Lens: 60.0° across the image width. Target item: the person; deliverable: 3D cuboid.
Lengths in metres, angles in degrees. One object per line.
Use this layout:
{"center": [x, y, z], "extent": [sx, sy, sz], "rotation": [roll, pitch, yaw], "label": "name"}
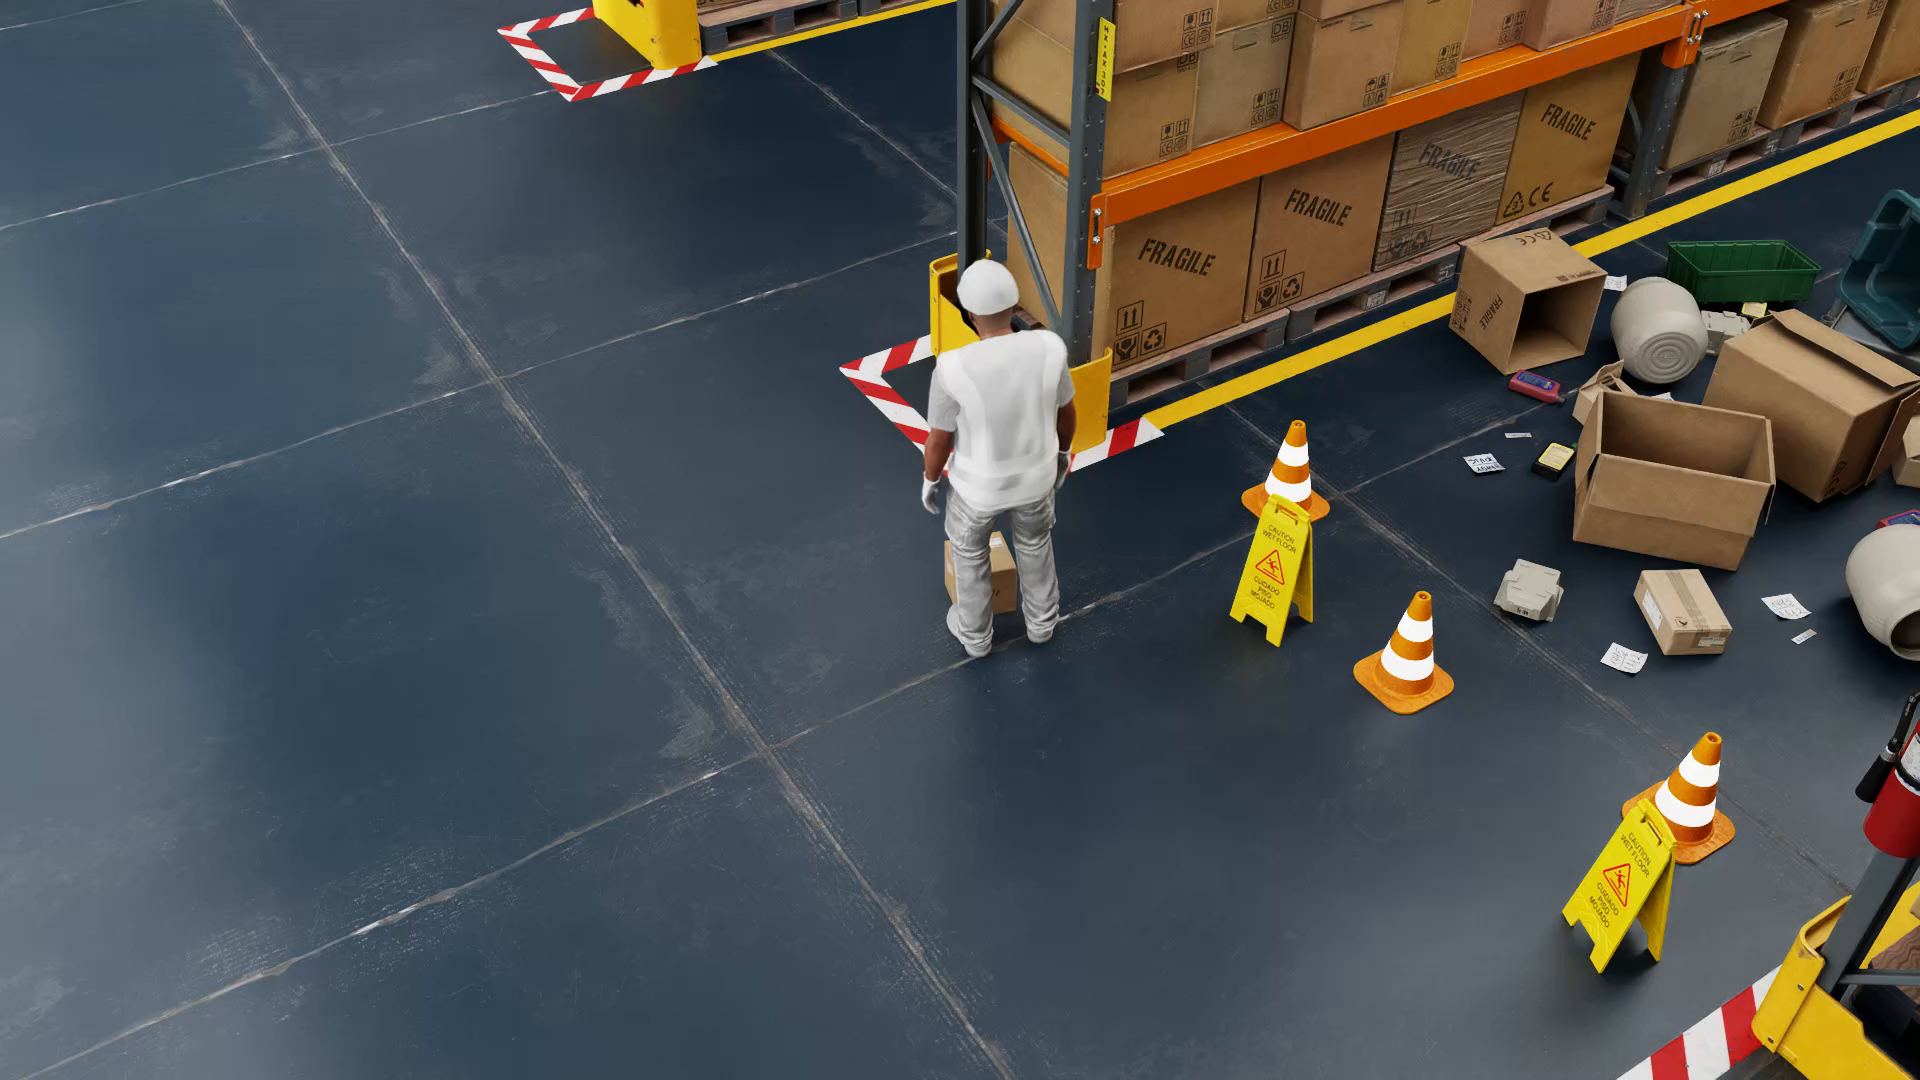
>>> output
{"center": [0.149, -0.276, 6.474], "extent": [0.623, 1.773, 0.450], "rotation": [-12, 42, -13], "label": "person"}
